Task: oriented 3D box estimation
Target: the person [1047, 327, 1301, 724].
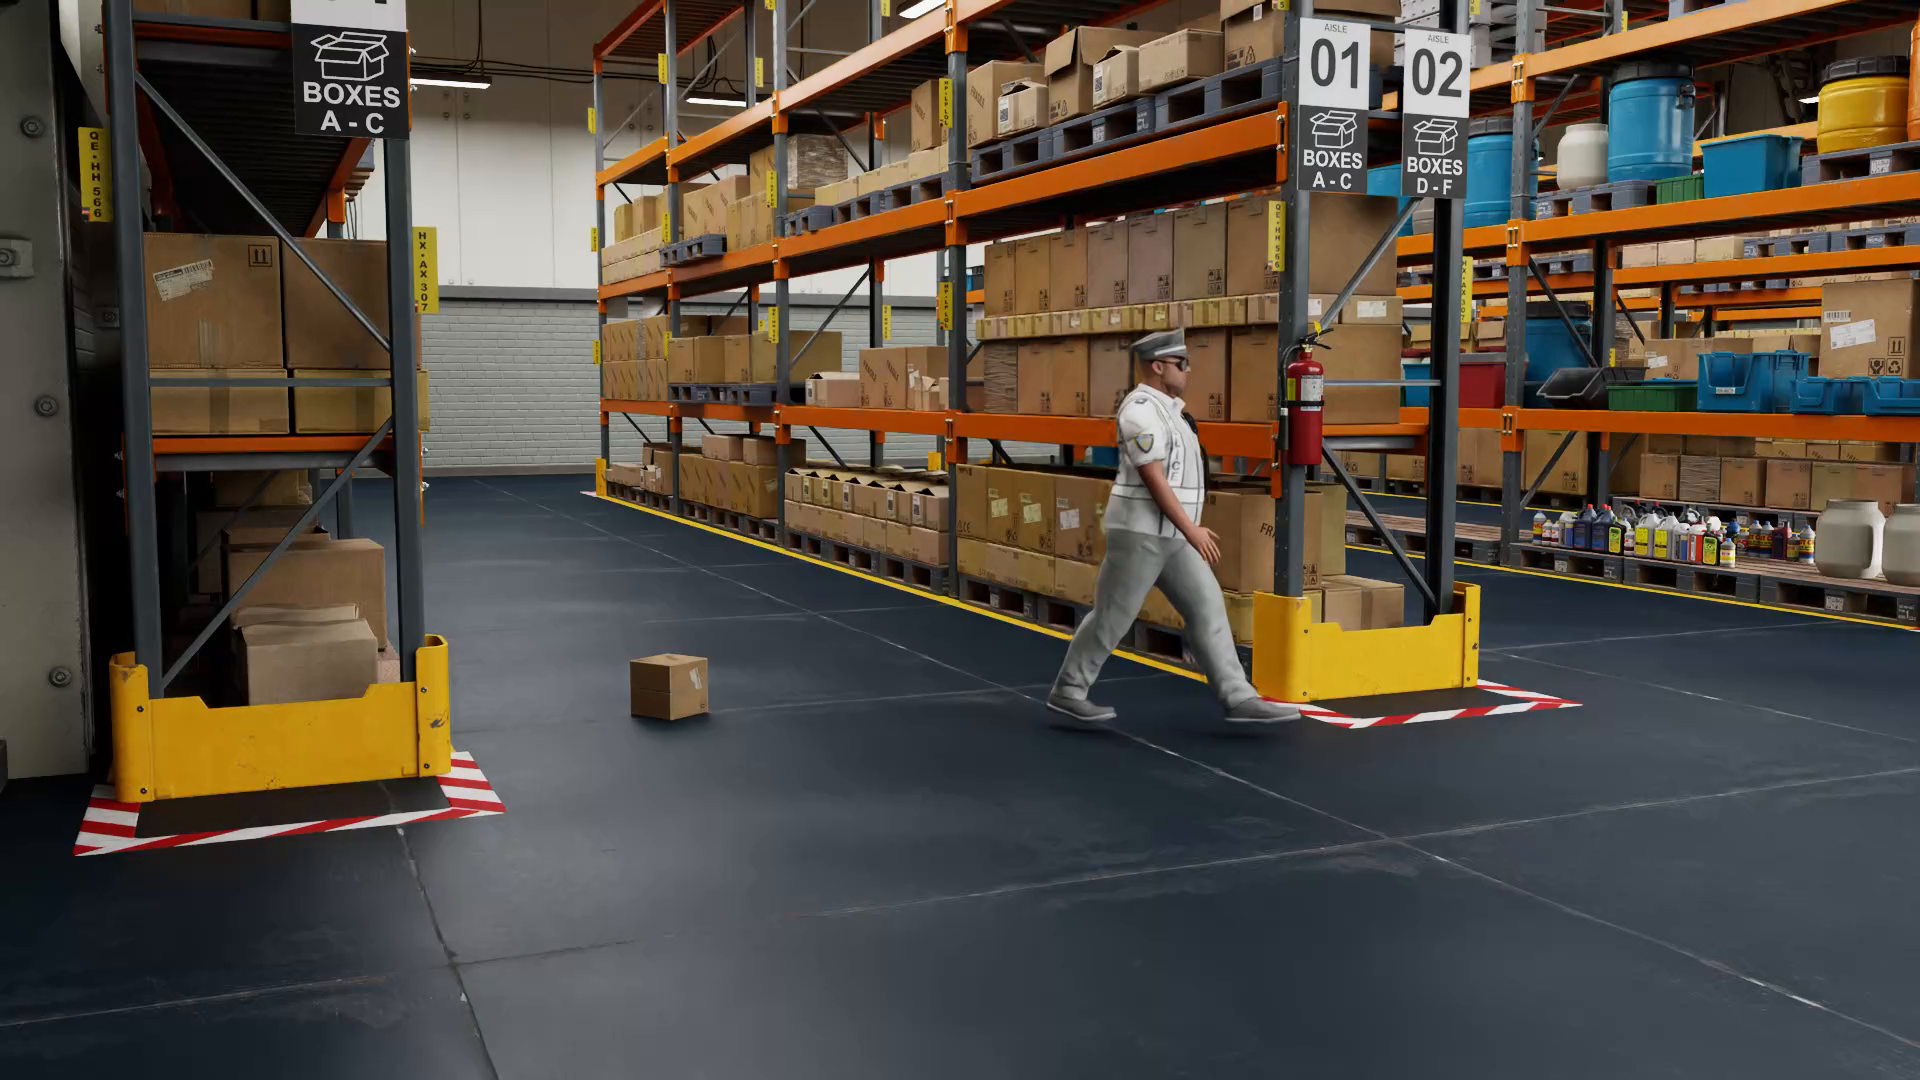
[{"bbox_3d":[0.904,-0.051,7.081,1.073,1.698,0.535,3,6,28],"label":"person"}]
